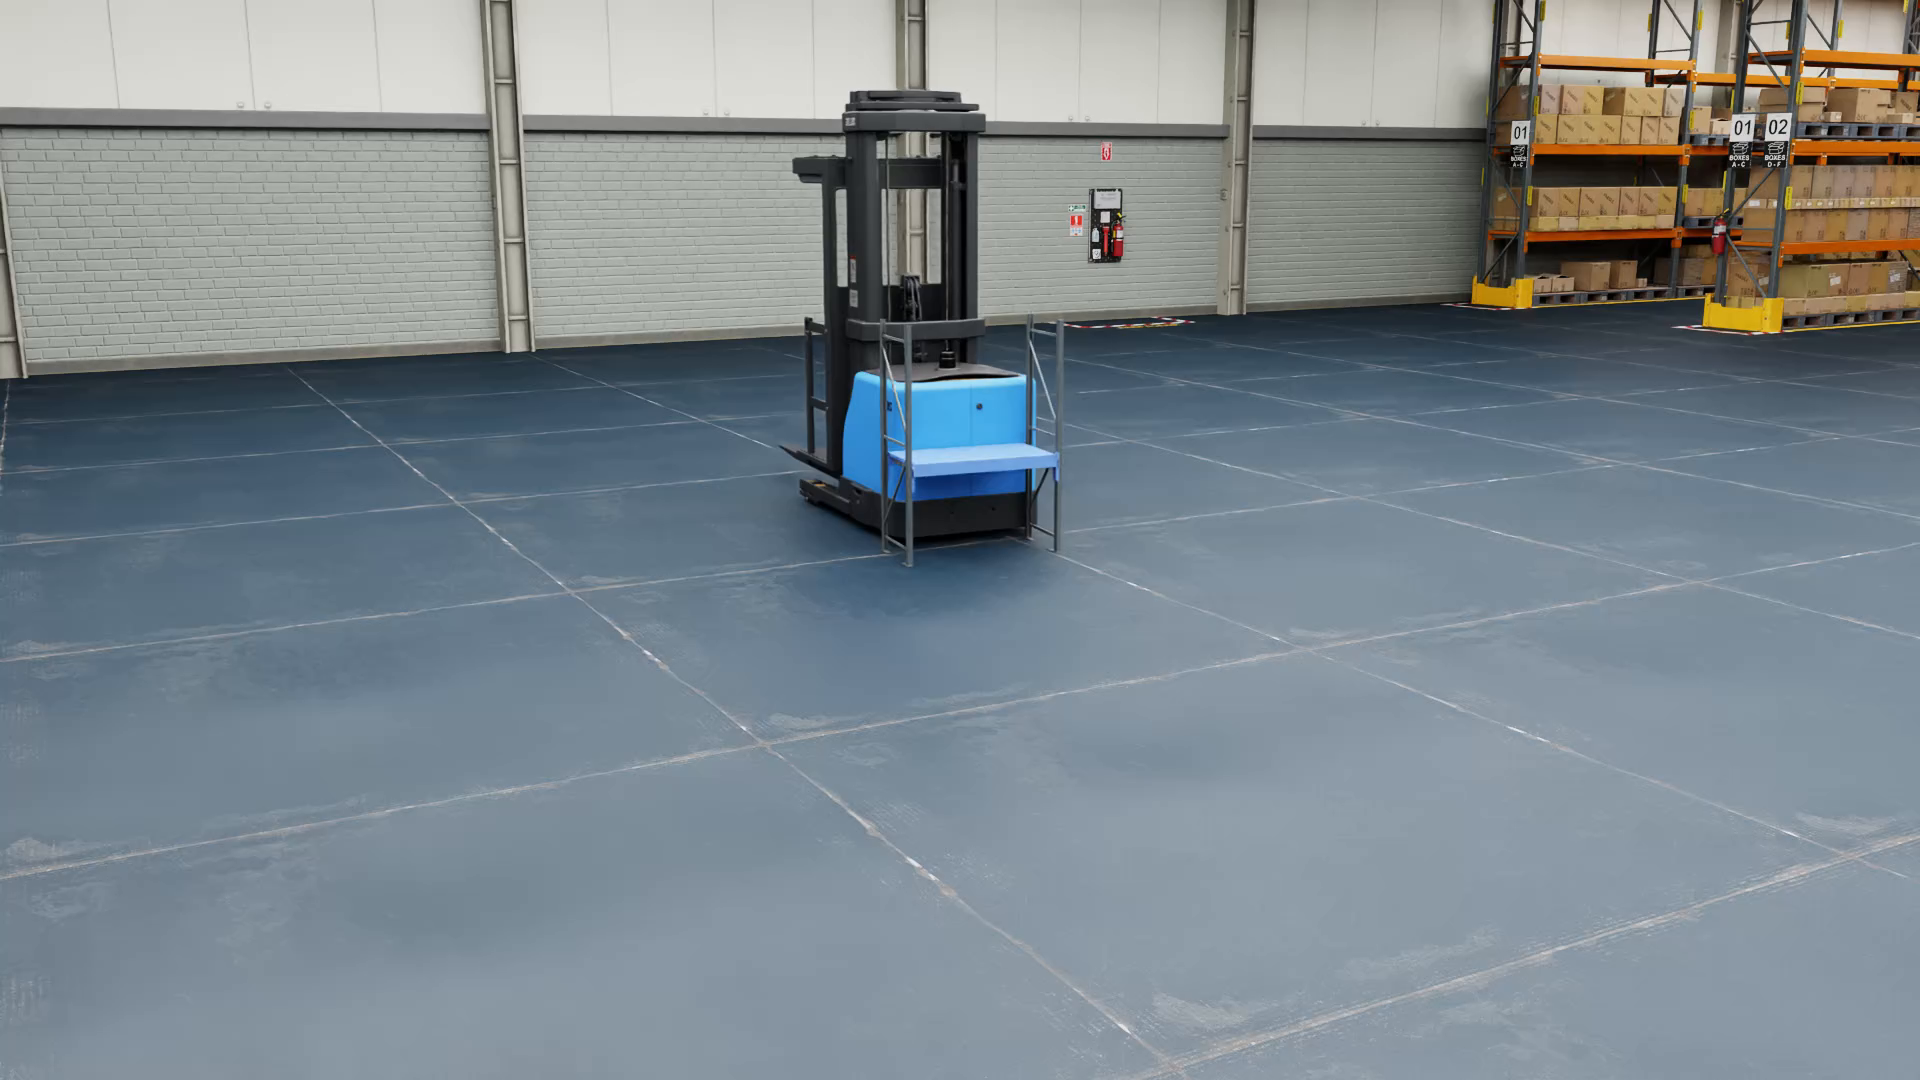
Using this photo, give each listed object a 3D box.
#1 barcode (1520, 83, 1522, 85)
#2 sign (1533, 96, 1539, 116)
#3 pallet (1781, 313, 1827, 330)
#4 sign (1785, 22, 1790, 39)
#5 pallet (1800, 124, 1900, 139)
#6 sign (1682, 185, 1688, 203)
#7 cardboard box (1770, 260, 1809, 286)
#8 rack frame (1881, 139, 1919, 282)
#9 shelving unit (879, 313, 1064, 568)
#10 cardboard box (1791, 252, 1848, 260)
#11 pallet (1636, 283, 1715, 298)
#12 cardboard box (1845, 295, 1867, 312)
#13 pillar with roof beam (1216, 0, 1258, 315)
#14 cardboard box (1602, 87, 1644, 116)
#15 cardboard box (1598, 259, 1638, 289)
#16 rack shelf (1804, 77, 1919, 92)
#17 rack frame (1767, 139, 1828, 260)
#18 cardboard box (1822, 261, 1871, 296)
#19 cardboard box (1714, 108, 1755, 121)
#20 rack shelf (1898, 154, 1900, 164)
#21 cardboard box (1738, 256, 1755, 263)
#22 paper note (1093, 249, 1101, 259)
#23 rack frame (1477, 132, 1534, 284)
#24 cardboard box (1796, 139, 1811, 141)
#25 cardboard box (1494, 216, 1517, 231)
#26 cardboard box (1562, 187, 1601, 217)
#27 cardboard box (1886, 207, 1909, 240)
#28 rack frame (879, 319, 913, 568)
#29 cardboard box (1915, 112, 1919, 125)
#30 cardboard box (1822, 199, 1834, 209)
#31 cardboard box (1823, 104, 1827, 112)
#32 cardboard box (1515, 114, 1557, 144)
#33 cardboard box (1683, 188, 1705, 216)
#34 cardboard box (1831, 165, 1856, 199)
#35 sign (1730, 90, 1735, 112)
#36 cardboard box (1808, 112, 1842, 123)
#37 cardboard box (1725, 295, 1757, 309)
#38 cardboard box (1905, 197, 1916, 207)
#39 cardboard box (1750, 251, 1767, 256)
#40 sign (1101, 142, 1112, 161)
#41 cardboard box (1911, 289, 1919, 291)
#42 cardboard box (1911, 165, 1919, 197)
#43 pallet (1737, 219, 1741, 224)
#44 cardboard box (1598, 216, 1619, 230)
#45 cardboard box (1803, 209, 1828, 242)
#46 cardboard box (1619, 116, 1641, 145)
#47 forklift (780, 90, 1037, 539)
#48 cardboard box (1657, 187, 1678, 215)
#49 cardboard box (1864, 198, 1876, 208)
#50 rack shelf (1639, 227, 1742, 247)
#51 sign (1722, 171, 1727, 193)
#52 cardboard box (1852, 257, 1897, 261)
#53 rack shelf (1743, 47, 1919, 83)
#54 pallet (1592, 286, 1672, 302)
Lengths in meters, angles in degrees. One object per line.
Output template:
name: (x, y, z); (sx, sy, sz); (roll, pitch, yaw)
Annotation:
barcode: (10.020, -8.130, 29.700); (0.075, 0.075, 0.001); (-7, 14, -28)
sign: (9.897, -7.452, 28.566); (0.005, 0.325, 0.100); (-7, 14, -28)
pallet: (12.664, -3.440, 25.915); (1.213, 0.211, 1.003); (-7, 14, -28)
sign: (16.389, -10.074, 32.891); (0.005, 0.325, 0.100); (-7, 14, -28)
pallet: (13.718, -6.331, 25.779); (1.213, 0.211, 1.003); (-7, 14, -28)
sign: (13.414, -6.406, 30.770); (0.005, 0.325, 0.100); (-7, 14, -28)
cardboard box: (13.212, -4.163, 26.375); (0.500, 0.500, 0.500); (-7, 14, -28)
rack frame: (15.524, -5.133, 27.086); (0.127, 3.000, 1.000); (-7, 14, -28)
shelving unit: (0.071, -0.652, 10.588); (1.048, 1.500, 0.538); (-5, 14, -21)
cardboard box: (17.367, -5.716, 33.617); (0.750, 0.750, 0.750); (-7, 14, -29)
pallet: (13.830, -4.809, 31.997); (1.213, 0.211, 1.003); (-7, 14, -28)
cardboard box: (13.908, -3.747, 26.232); (0.500, 0.250, 0.500); (-7, 14, -28)
pillar with roof beam: (6.633, -7.373, 23.374); (0.400, 9.000, 9.100); (-7, 14, -28)
cardboard box: (11.908, -7.875, 29.889); (0.500, 0.500, 0.500); (-7, 15, -30)
cardboard box: (12.256, -4.966, 31.033); (0.500, 0.500, 0.500); (-8, 15, -32)
rack shelf: (18.414, -9.099, 33.595); (4.000, 0.370, 1.077); (-7, 14, -28)
rack frame: (16.658, -6.508, 33.196); (0.127, 3.000, 1.000); (-7, 14, -28)
cardboard box: (13.908, -4.112, 26.148); (0.500, 0.500, 0.500); (-7, 14, -28)
cardboard box: (14.748, -7.976, 31.703); (0.500, 0.500, 0.500); (-7, 15, -30)
rack shelf: (17.280, -6.456, 27.770); (4.000, 0.370, 1.077); (-7, 14, -28)
cardboard box: (15.121, -5.328, 32.643); (0.500, 0.500, 0.700); (-7, 14, -28)
paper note: (2.194, -4.588, 26.670); (0.142, 0.148, 0.016); (-7, 14, -28)
rack frame: (9.636, -5.666, 29.456); (0.127, 3.000, 1.000); (-7, 14, -28)
cardboard box: (16.156, -7.810, 32.306); (0.500, 0.311, 0.500); (-7, 14, -28)
cardboard box: (9.954, -5.690, 29.855); (0.500, 0.250, 0.500); (-7, 14, -27)
cardboard box: (11.095, -6.064, 29.812); (0.500, 0.500, 0.500); (-7, 15, -30)
cardboard box: (14.678, -5.077, 26.610); (0.500, 0.500, 0.700); (-7, 14, -28)
rack frame: (-0.400, -0.610, 10.402); (0.032, 1.500, 0.500); (-5, 14, -21)
cardboard box: (19.344, -8.584, 34.360); (0.500, 0.500, 0.700); (-8, 15, -31)
cardboard box: (13.134, -5.158, 25.490); (0.250, 0.149, 0.380); (-7, 14, -29)
cardboard box: (13.386, -6.636, 25.859); (0.500, 0.311, 0.500); (-5, 14, -21)
cardboard box: (10.050, -7.175, 29.056); (0.500, 0.500, 0.500); (-6, 14, -26)
cardboard box: (13.610, -6.398, 31.475); (0.500, 0.500, 0.700); (-7, 14, -28)
cardboard box: (13.377, -5.556, 25.781); (0.500, 0.500, 0.700); (-7, 14, -28)
sign: (11.766, -6.675, 25.269); (0.005, 0.325, 0.100); (-7, 14, -28)
cardboard box: (13.130, -6.416, 25.252); (0.250, 0.149, 0.380); (-7, 14, -28)
cardboard box: (12.342, -3.689, 25.975); (0.500, 0.250, 0.500); (-7, 14, -28)
cardboard box: (14.942, -5.375, 26.454); (0.250, 0.149, 0.380); (-7, 15, -30)
cardboard box: (15.521, -5.735, 32.745); (0.500, 0.250, 0.500); (-7, 14, -27)
sign: (2.328, -6.172, 26.424); (0.199, 0.298, 0.001); (-7, 14, -28)
cardboard box: (15.997, -3.991, 27.318); (0.500, 0.250, 0.500); (-7, 15, -29)
cardboard box: (15.138, -5.767, 26.719); (0.500, 0.500, 0.700); (-7, 14, -28)
pallet: (16.084, -6.319, 32.792); (1.003, 0.211, 1.213); (-7, 14, -28)
cardboard box: (11.561, -5.756, 30.149); (0.500, 0.250, 0.500); (-7, 14, -27)
cardboard box: (12.888, -4.864, 25.662); (0.500, 0.500, 0.700); (-6, 14, -26)
cardboard box: (11.904, -7.392, 30.019); (0.500, 0.500, 0.500); (-7, 15, -30)
forklift: (-0.542, -1.715, 12.053); (1.130, 2.935, 3.031); (-6, 14, -24)
cardboard box: (12.881, -6.280, 30.772); (0.500, 0.500, 0.500); (-7, 14, -28)
cardboard box: (14.041, -5.267, 25.974); (0.250, 0.149, 0.380); (-6, 14, -26)
rack shelf: (14.903, -5.947, 32.340); (4.000, 0.370, 1.077); (-7, 14, -28)
sign: (11.766, -5.499, 25.534); (0.005, 0.325, 0.100); (-7, 14, -28)
cardboard box: (14.967, -4.374, 27.310); (0.500, 0.500, 0.500); (-7, 14, -28)
rack shelf: (13.769, -7.303, 25.615); (4.000, 0.370, 1.077); (-7, 14, -28)
pallet: (12.575, -4.649, 31.288); (1.213, 0.211, 1.003); (-7, 14, -28)
